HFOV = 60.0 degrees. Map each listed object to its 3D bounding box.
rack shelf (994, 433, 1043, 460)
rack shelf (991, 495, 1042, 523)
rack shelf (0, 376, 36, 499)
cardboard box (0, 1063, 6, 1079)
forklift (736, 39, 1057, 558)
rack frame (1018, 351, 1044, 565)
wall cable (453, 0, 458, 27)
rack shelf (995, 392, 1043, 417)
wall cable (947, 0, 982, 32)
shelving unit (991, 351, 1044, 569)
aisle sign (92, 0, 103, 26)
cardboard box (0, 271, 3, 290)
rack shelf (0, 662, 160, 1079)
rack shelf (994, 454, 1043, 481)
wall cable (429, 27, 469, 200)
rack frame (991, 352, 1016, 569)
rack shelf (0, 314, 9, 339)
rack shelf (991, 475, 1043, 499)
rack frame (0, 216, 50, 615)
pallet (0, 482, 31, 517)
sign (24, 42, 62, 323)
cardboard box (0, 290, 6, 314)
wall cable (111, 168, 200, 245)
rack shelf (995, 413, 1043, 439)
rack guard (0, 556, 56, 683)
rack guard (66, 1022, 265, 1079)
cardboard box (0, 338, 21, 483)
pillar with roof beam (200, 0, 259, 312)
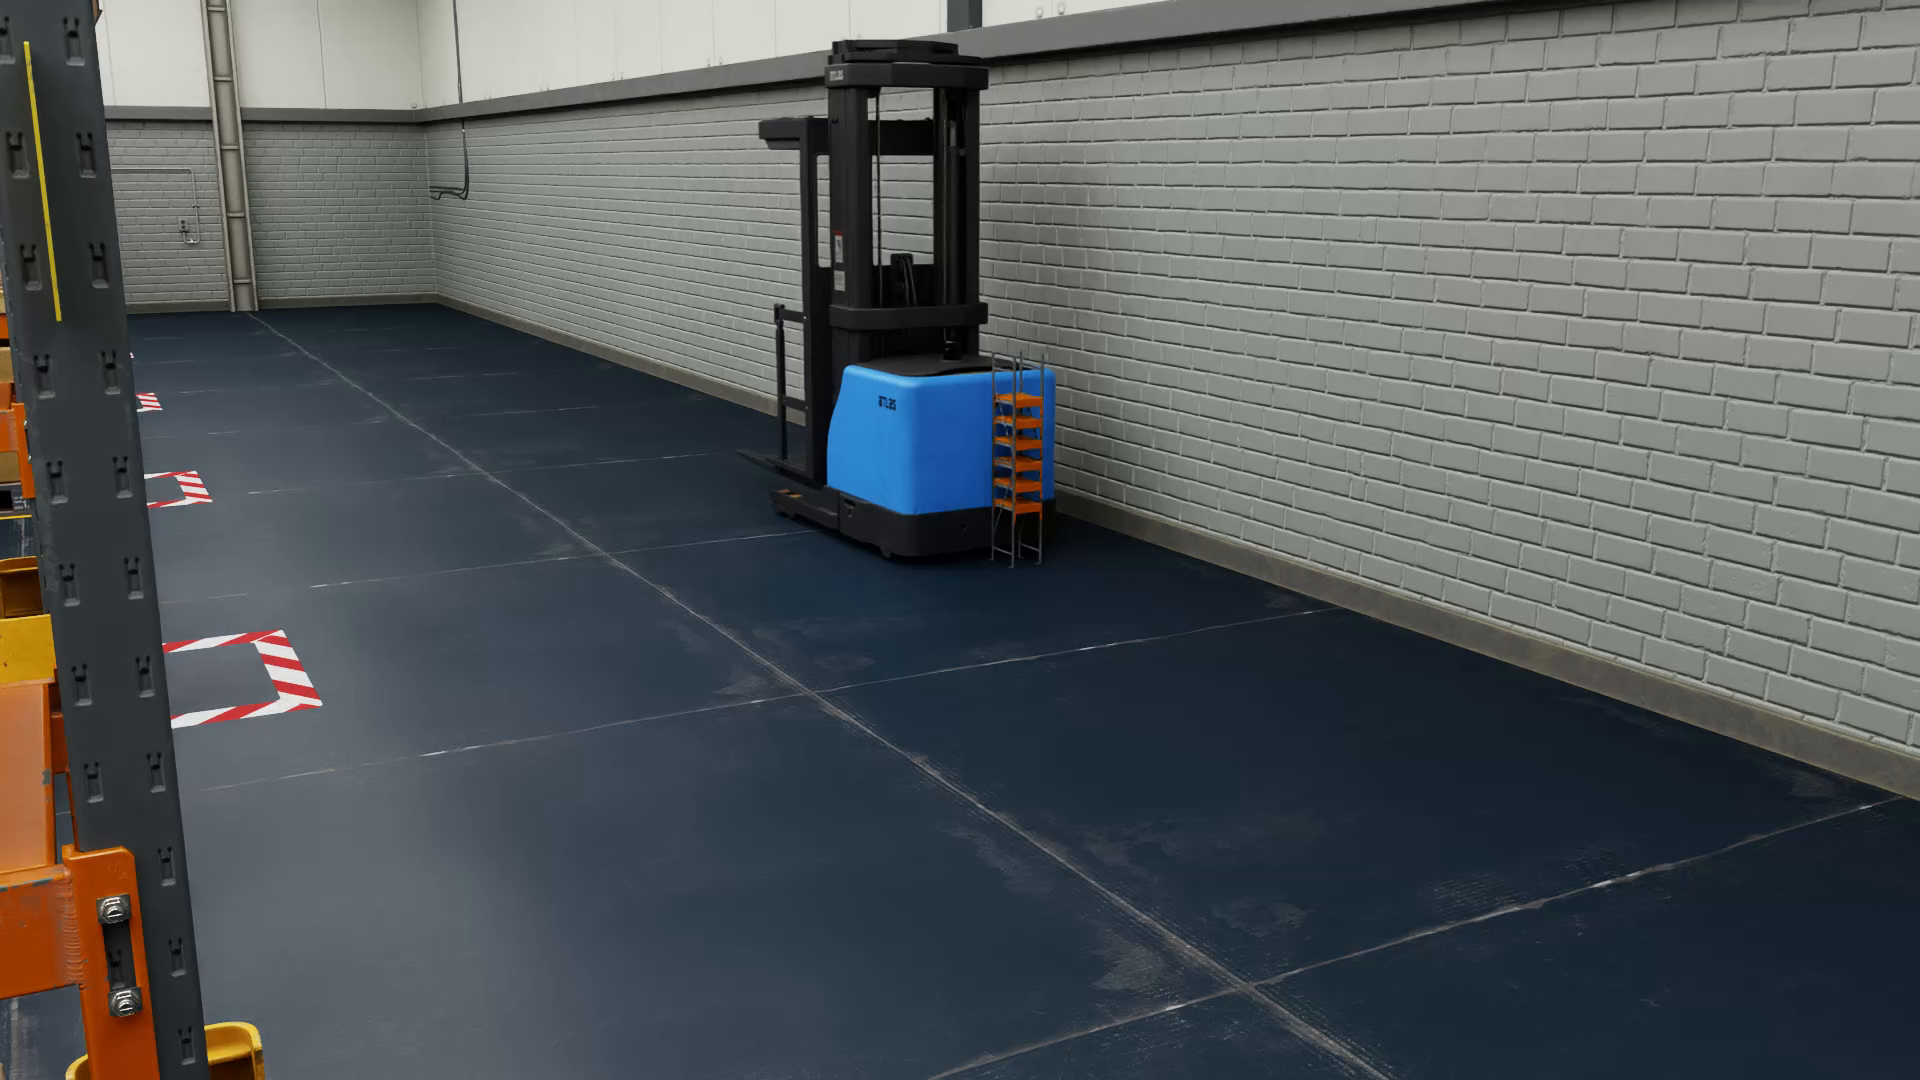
[{"bbox_3d":[0.322,-0.527,9.372,0.180,0.103,0.258,-7,15,-30],"label":"rack shelf"},{"bbox_3d":[0.322,-0.175,9.451,0.180,0.103,0.258,-7,15,-30],"label":"rack shelf"},{"bbox_3d":[-5.573,-0.237,5.971,4.000,0.370,1.077,-7,14,-28],"label":"rack shelf"},{"bbox_3d":[-1.888,1.278,2.476,0.875,0.438,0.875,-7,15,-30],"label":"cardboard box"},{"bbox_3d":[-0.586,-1.603,10.558,1.130,2.935,3.031,-7,14,-28],"label":"forklift"},{"bbox_3d":[0.401,-0.463,9.434,0.006,1.200,0.240,-7,15,-30],"label":"rack frame"},{"bbox_3d":[-6.794,-8.510,22.995,0.112,2.526,3.097,-7,14,-28],"label":"wall cable"},{"bbox_3d":[0.322,-0.761,9.320,0.180,0.103,0.258,-7,15,-30],"label":"rack shelf"},{"bbox_3d":[0.509,-6.192,9.801,0.120,5.999,2.277,-7,14,-28],"label":"wall cable"},{"bbox_3d":[0.322,-0.453,9.389,0.189,1.200,0.258,-7,15,-30],"label":"shelving unit"},{"bbox_3d":[-1.145,-1.072,2.118,0.004,0.787,0.394,-7,14,-28],"label":"aisle sign"},{"bbox_3d":[-6.404,-1.735,10.652,0.500,0.250,0.500,-7,15,-29],"label":"cardboard box"},{"bbox_3d":[-3.113,0.706,1.780,4.000,0.370,1.077,-7,14,-28],"label":"rack shelf"},{"bbox_3d":[0.322,-0.410,9.399,0.180,0.103,0.258,-7,15,-30],"label":"rack shelf"},{"bbox_3d":[-8.090,-6.567,25.867,0.112,2.526,3.097,-7,14,-28],"label":"wall cable"},{"bbox_3d":[0.243,-0.443,9.344,0.006,1.200,0.240,-7,15,-30],"label":"rack frame"},{"bbox_3d":[-7.861,-1.204,10.266,4.000,0.370,1.077,-7,14,-28],"label":"rack shelf"},{"bbox_3d":[0.322,-0.292,9.425,0.180,0.103,0.258,-7,15,-30],"label":"rack shelf"},{"bbox_3d":[-3.818,-0.799,6.827,0.127,3.000,1.000,-7,14,-28],"label":"rack frame"},{"bbox_3d":[-6.770,-0.306,10.987,1.213,0.211,1.003,-7,14,-28],"label":"pallet"},{"bbox_3d":[-1.109,-0.430,2.011,0.005,0.325,0.100,-7,14,-28],"label":"sign"},{"bbox_3d":[-6.260,-1.542,10.701,0.250,0.149,0.380,-7,14,-27],"label":"cardboard box"},{"bbox_3d":[-12.555,-5.442,25.143,1.851,1.984,0.084,-7,14,-28],"label":"wall cable"},{"bbox_3d":[0.322,-0.644,9.346,0.180,0.103,0.258,-7,15,-30],"label":"rack shelf"},{"bbox_3d":[-3.884,0.429,7.066,0.348,0.500,1.175,-7,14,-28],"label":"rack guard"},{"bbox_3d":[-1.336,1.361,2.921,0.348,0.500,1.175,-7,14,-28],"label":"rack guard"},{"bbox_3d":[-6.629,-0.851,10.941,0.875,0.875,0.875,-7,14,-28],"label":"cardboard box"},{"bbox_3d":[-9.207,-7.177,21.504,0.400,9.000,9.100,-7,14,-28],"label":"pillar with roof beam"}]
